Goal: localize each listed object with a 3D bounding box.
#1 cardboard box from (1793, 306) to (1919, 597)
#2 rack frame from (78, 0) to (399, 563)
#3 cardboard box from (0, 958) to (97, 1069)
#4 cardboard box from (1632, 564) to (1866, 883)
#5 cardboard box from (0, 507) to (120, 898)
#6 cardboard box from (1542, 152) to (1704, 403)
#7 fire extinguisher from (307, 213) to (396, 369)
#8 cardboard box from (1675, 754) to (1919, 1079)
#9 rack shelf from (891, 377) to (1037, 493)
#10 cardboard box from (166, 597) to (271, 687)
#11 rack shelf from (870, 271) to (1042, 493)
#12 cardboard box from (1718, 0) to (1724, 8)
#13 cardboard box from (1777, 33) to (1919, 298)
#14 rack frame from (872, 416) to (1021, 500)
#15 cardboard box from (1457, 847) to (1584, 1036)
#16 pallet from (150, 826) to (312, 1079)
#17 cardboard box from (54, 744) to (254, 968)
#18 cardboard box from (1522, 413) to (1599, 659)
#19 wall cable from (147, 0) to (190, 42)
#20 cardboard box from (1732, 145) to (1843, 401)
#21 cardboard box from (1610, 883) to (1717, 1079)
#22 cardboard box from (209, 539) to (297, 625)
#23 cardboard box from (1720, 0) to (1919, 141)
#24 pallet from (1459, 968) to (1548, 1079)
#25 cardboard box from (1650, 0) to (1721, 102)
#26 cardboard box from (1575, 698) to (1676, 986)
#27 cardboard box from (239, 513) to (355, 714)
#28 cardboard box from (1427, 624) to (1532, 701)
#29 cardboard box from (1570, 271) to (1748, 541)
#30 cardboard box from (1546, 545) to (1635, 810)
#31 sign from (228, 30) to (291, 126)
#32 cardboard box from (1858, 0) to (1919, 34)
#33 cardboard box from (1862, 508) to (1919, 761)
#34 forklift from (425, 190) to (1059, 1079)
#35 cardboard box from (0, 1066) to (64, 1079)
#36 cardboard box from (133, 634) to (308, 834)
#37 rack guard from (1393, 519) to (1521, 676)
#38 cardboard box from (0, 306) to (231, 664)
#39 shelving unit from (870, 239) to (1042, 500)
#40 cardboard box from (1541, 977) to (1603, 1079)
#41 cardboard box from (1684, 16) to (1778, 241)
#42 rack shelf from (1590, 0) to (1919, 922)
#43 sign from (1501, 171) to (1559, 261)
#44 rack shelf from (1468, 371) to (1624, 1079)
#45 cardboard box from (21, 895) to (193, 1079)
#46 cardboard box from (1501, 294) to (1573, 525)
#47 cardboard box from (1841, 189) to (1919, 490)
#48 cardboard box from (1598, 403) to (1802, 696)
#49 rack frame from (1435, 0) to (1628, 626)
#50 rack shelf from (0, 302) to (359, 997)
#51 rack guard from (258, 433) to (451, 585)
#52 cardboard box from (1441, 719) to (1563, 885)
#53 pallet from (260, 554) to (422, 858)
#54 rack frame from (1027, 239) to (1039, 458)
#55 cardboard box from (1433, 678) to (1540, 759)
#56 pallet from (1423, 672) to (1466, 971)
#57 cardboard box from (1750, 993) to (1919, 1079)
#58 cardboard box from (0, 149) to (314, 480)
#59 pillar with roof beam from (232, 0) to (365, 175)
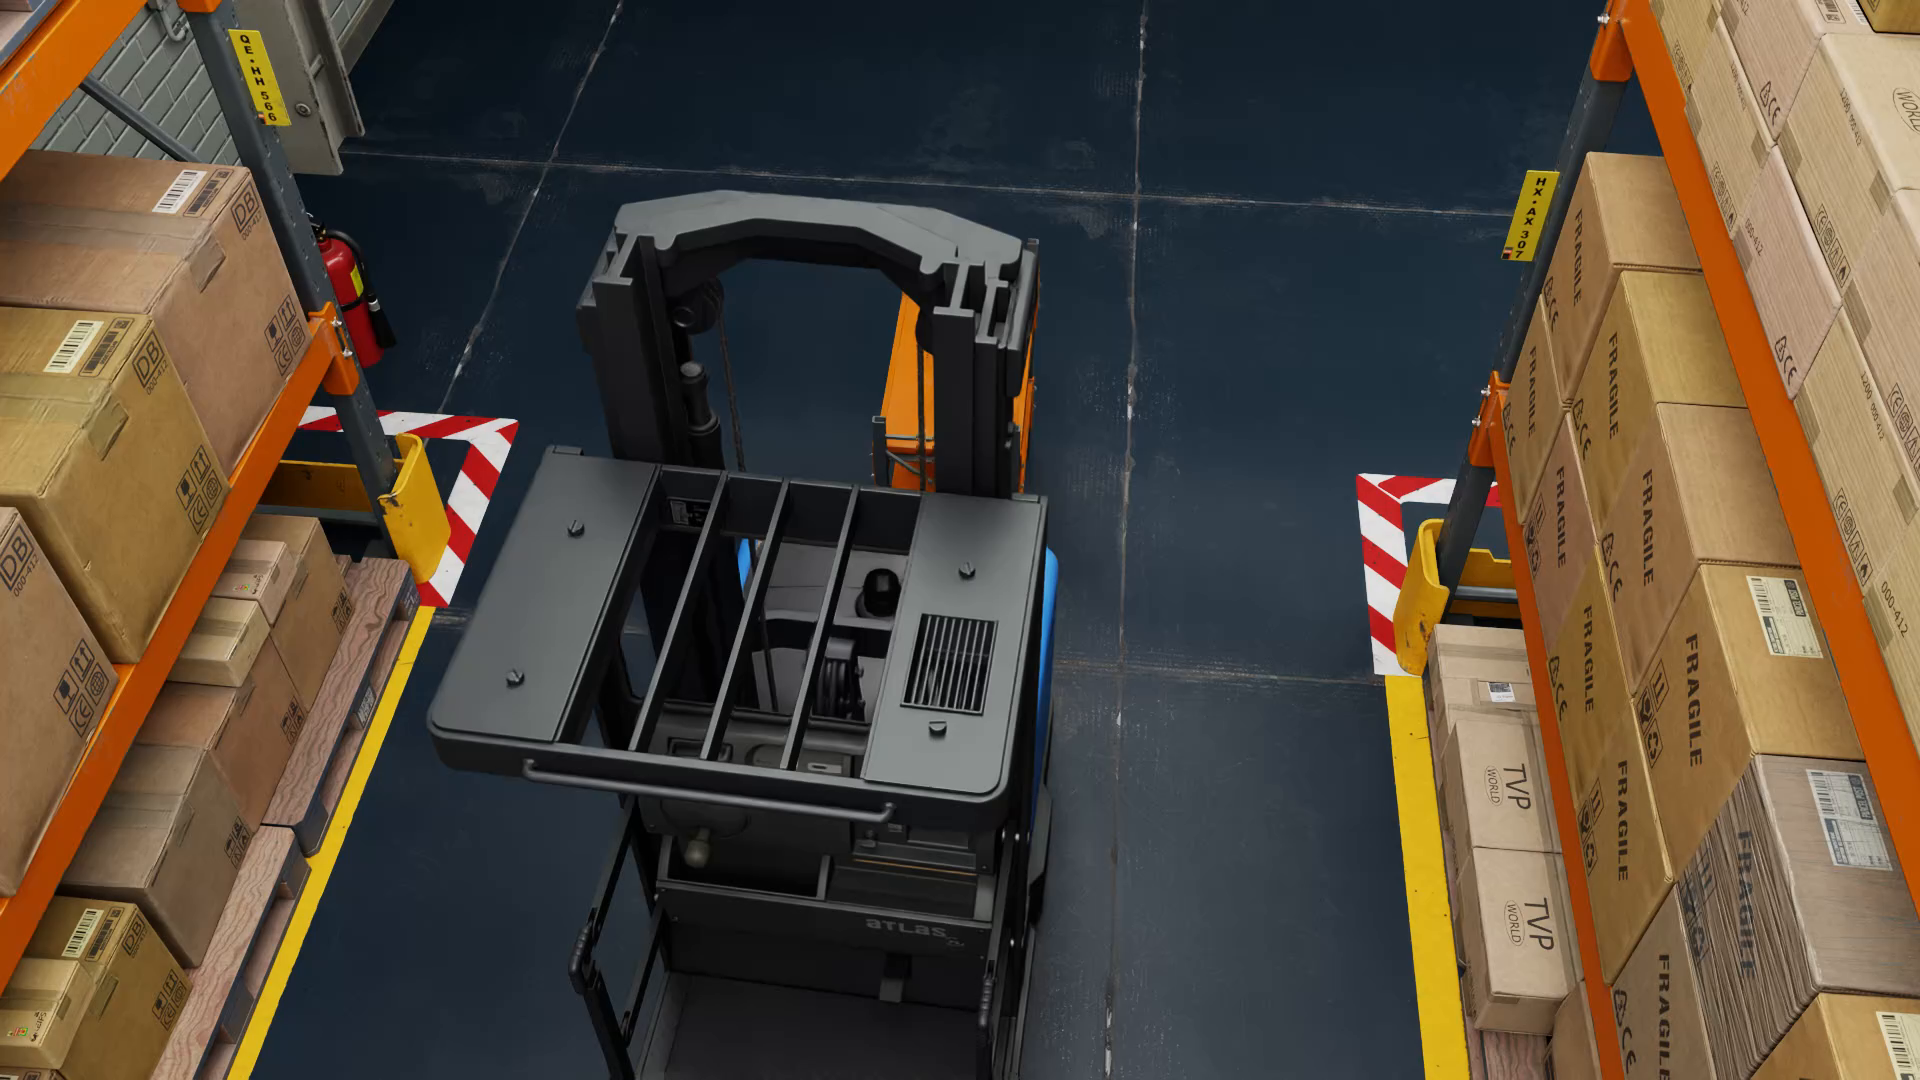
[{"bbox_3d":[1.823,-0.147,2.920,0.500,0.250,0.500,4,48,4],"label":"cardboard box"},{"bbox_3d":[-2.669,-0.978,5.612,1.000,3.000,0.127,4,48,4],"label":"rack frame"},{"bbox_3d":[-2.603,1.279,4.517,0.380,0.149,0.250,3,48,2],"label":"cardboard box"},{"bbox_3d":[1.826,0.415,3.592,0.500,0.500,0.500,3,48,3],"label":"cardboard box"},{"bbox_3d":[-2.839,0.391,4.156,0.980,0.700,0.700,2,48,2],"label":"cardboard box"},{"bbox_3d":[1.962,-0.710,4.621,0.500,0.500,0.500,5,48,5],"label":"cardboard box"},{"bbox_3d":[-2.195,-0.906,5.851,0.296,0.674,0.183,4,48,4],"label":"fire extinguisher"},{"bbox_3d":[1.779,0.785,3.254,0.500,0.500,0.500,4,48,4],"label":"cardboard box"},{"bbox_3d":[0.001,-0.220,6.520,0.538,0.278,1.000,4,48,4],"label":"rack shelf"},{"bbox_3d":[-2.486,0.321,5.394,0.380,0.149,0.250,5,48,5],"label":"cardboard box"},{"bbox_3d":[0.001,-0.582,6.123,0.538,0.278,1.000,4,48,4],"label":"rack shelf"},{"bbox_3d":[1.959,-1.418,3.744,0.500,0.250,0.500,4,48,4],"label":"cardboard box"},{"bbox_3d":[1.867,-0.683,3.072,0.500,0.250,0.500,4,48,4],"label":"cardboard box"},{"bbox_3d":[-0.046,-0.011,5.998,0.500,1.125,0.032,4,48,4],"label":"rack frame"},{"bbox_3d":[1.842,1.247,5.142,0.500,0.250,0.500,4,48,4],"label":"cardboard box"},{"bbox_3d":[-2.777,1.450,5.281,1.003,0.211,1.213,4,48,4],"label":"pallet"},{"bbox_3d":[-2.724,0.983,5.228,0.700,0.500,0.500,2,48,2],"label":"cardboard box"},{"bbox_3d":[1.920,0.007,4.643,0.500,0.500,0.500,3,48,3],"label":"cardboard box"},{"bbox_3d":[-3.494,-2.325,6.155,0.084,1.984,1.851,4,48,4],"label":"wall cable"},{"bbox_3d":[1.862,-0.515,3.257,0.500,0.250,0.500,4,48,4],"label":"cardboard box"},{"bbox_3d":[1.780,1.117,3.628,0.500,0.500,0.500,5,48,4],"label":"cardboard box"},{"bbox_3d":[-2.463,0.133,5.565,0.380,0.149,0.250,3,48,3],"label":"cardboard box"},{"bbox_3d":[1.906,-1.051,3.408,0.500,0.250,0.500,4,48,4],"label":"cardboard box"},{"bbox_3d":[2.072,1.830,4.934,1.003,0.211,1.213,4,48,4],"label":"pallet"},{"bbox_3d":[1.965,-1.249,3.928,0.500,0.250,0.500,4,48,4],"label":"cardboard box"},{"bbox_3d":[1.824,0.742,3.970,0.500,0.500,0.500,4,48,4],"label":"cardboard box"},{"bbox_3d":[-2.633,0.245,5.902,0.700,0.500,0.500,4,48,4],"label":"cardboard box"},{"bbox_3d":[1.884,0.451,5.939,0.380,0.149,0.250,4,48,4],"label":"cardboard box"},{"bbox_3d":[1.922,-0.326,4.270,0.500,0.500,0.500,4,48,4],"label":"cardboard box"},{"bbox_3d":[1.871,0.375,4.306,0.500,0.500,0.500,4,48,3],"label":"cardboard box"},{"bbox_3d":[-2.130,-1.402,5.054,0.100,0.325,0.005,4,48,4],"label":"sign"},{"bbox_3d":[2.104,-1.291,3.120,0.700,0.500,0.500,4,48,4],"label":"cardboard box"},{"bbox_3d":[1.773,0.220,2.585,0.500,0.250,0.500,4,48,4],"label":"cardboard box"},{"bbox_3d":[-0.393,0.768,4.061,1.130,2.935,3.031,6,48,6],"label":"forklift"},{"bbox_3d":[-2.814,1.752,4.524,0.700,0.500,0.500,3,48,3],"label":"cardboard box"},{"bbox_3d":[-2.678,0.613,5.566,0.700,0.500,0.500,4,48,3],"label":"cardboard box"},{"bbox_3d":[2.258,0.252,6.181,1.175,0.500,0.348,4,48,4],"label":"rack guard"},{"bbox_3d":[-2.760,-0.168,4.668,0.980,0.700,0.700,4,48,3],"label":"cardboard box"},{"bbox_3d":[0.001,-0.385,6.339,0.538,1.125,1.048,4,48,4],"label":"shelving unit"},{"bbox_3d":[2.066,1.605,4.643,0.797,0.503,0.637,4,48,4],"label":"cardboard box"},{"bbox_3d":[1.906,-0.882,3.593,0.500,0.250,0.500,4,48,4],"label":"cardboard box"},{"bbox_3d":[2.082,0.053,3.124,1.077,0.370,4.000,4,48,4],"label":"rack shelf"},{"bbox_3d":[1.724,-0.976,5.023,0.100,0.325,0.005,4,48,4],"label":"sign"},{"bbox_3d":[2.082,1.065,4.231,1.077,0.370,4.000,4,48,4],"label":"rack shelf"},{"bbox_3d":[-2.765,1.375,4.869,0.700,0.500,0.500,5,48,4],"label":"cardboard box"},{"bbox_3d":[1.962,-0.373,4.990,0.500,0.500,0.500,5,48,4],"label":"cardboard box"},{"bbox_3d":[1.817,-0.316,2.736,0.500,0.250,0.500,4,48,4],"label":"cardboard box"},{"bbox_3d":[1.871,0.042,3.934,0.500,0.500,0.500,4,48,4],"label":"cardboard box"},{"bbox_3d":[2.265,-0.647,5.309,1.000,3.000,0.127,4,48,4],"label":"rack frame"},{"bbox_3d":[-2.851,0.735,4.533,1.077,0.370,4.000,4,48,4],"label":"rack shelf"},{"bbox_3d":[-2.666,-0.152,6.550,1.175,0.500,0.348,4,48,4],"label":"rack guard"},{"bbox_3d":[1.887,0.880,5.478,0.500,0.250,0.500,4,48,4],"label":"cardboard box"},{"bbox_3d":[-2.664,0.556,6.098,1.003,0.211,1.213,4,48,4],"label":"pallet"},{"bbox_3d":[0.047,-0.758,6.681,0.500,1.125,0.032,4,48,4],"label":"rack frame"},{"bbox_3d":[1.862,0.629,5.764,0.380,0.166,0.250,4,48,4],"label":"cardboard box"},{"bbox_3d":[2.186,0.936,5.751,1.003,0.211,1.213,4,48,4],"label":"pallet"},{"bbox_3d":[1.732,1.155,2.915,0.500,0.500,0.500,3,48,3],"label":"cardboard box"},{"bbox_3d":[-2.705,-0.704,5.157,0.980,0.700,0.700,6,48,5],"label":"cardboard box"},{"bbox_3d":[1.003,-4.755,5.001,9.100,9.000,0.400,4,48,4],"label":"pillar with roof beam"}]
